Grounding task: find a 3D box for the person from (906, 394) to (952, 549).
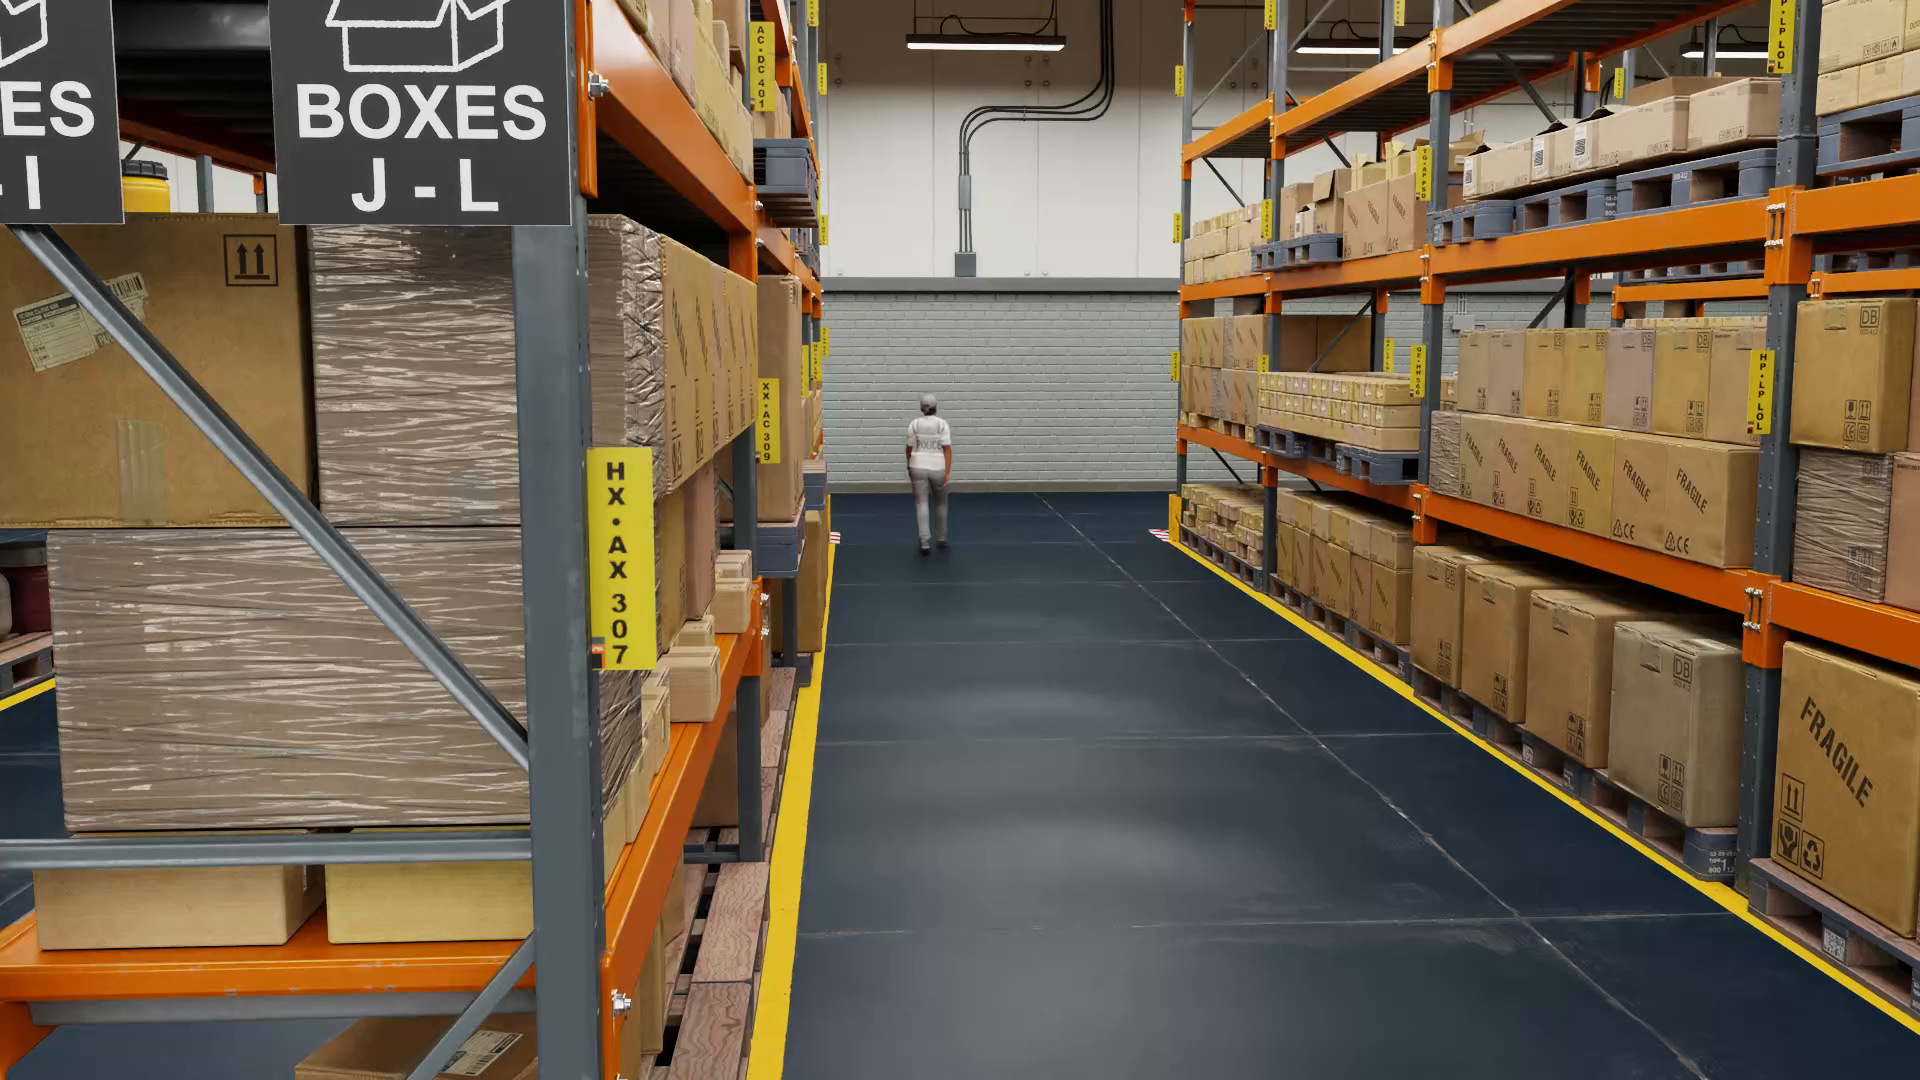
[{"bbox_3d":[-0.337,-0.738,17.665,0.477,1.619,0.915,0,7,-3],"label":"person"}]
